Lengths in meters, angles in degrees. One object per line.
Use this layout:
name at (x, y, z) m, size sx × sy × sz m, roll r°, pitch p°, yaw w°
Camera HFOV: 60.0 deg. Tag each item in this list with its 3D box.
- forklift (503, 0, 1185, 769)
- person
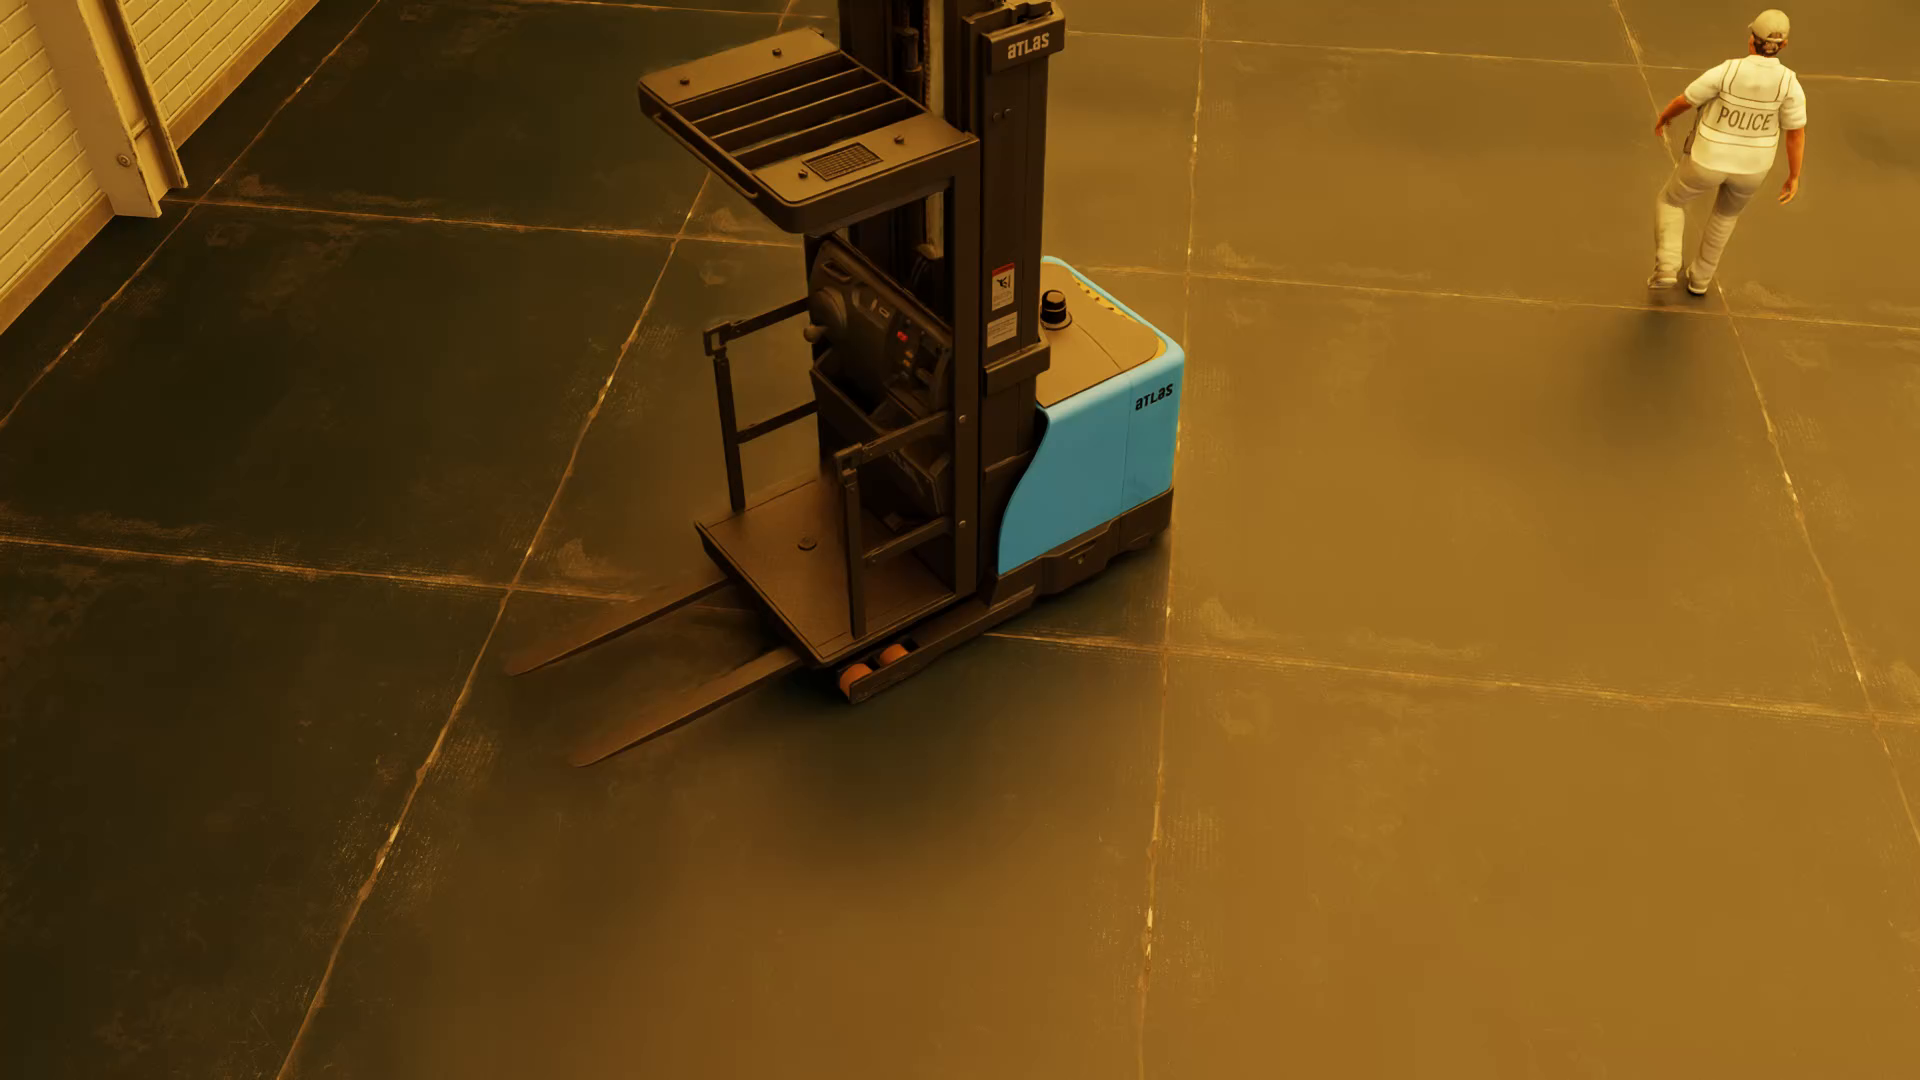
forklift at (-0.498, -0.795, 6.589) m, size 3.031 × 2.935 × 1.130 m, roll -26°, pitch 49°, yaw -26°
person at (4.090, -2.024, 8.883) m, size 0.720 × 1.646 × 0.539 m, roll 10°, pitch 44°, yaw 11°
